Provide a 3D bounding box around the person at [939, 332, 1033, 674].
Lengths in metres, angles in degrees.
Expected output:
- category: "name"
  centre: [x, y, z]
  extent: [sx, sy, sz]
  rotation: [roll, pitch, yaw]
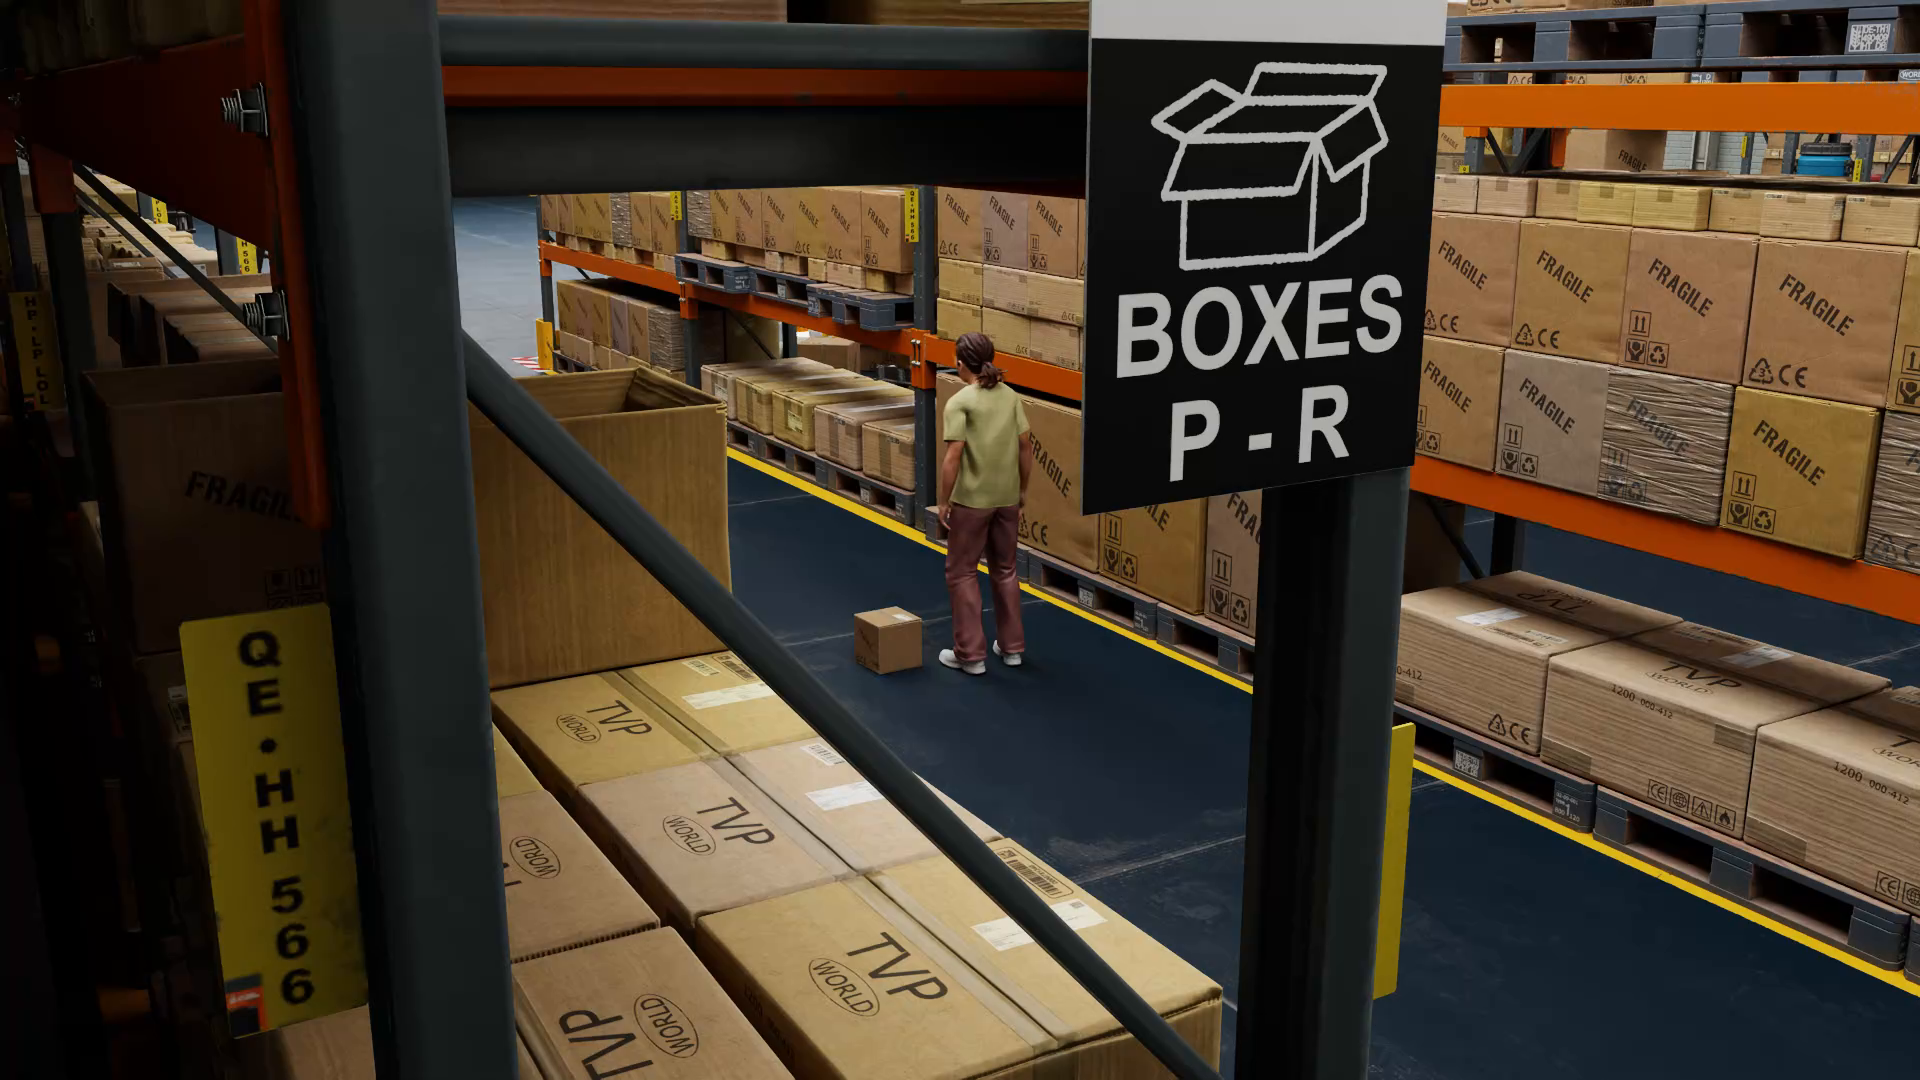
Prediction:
- category: "person"
  centre: [0.107, -0.181, 8.127]
  extent: [0.498, 1.672, 0.360]
  rotation: [-9, 17, -30]
